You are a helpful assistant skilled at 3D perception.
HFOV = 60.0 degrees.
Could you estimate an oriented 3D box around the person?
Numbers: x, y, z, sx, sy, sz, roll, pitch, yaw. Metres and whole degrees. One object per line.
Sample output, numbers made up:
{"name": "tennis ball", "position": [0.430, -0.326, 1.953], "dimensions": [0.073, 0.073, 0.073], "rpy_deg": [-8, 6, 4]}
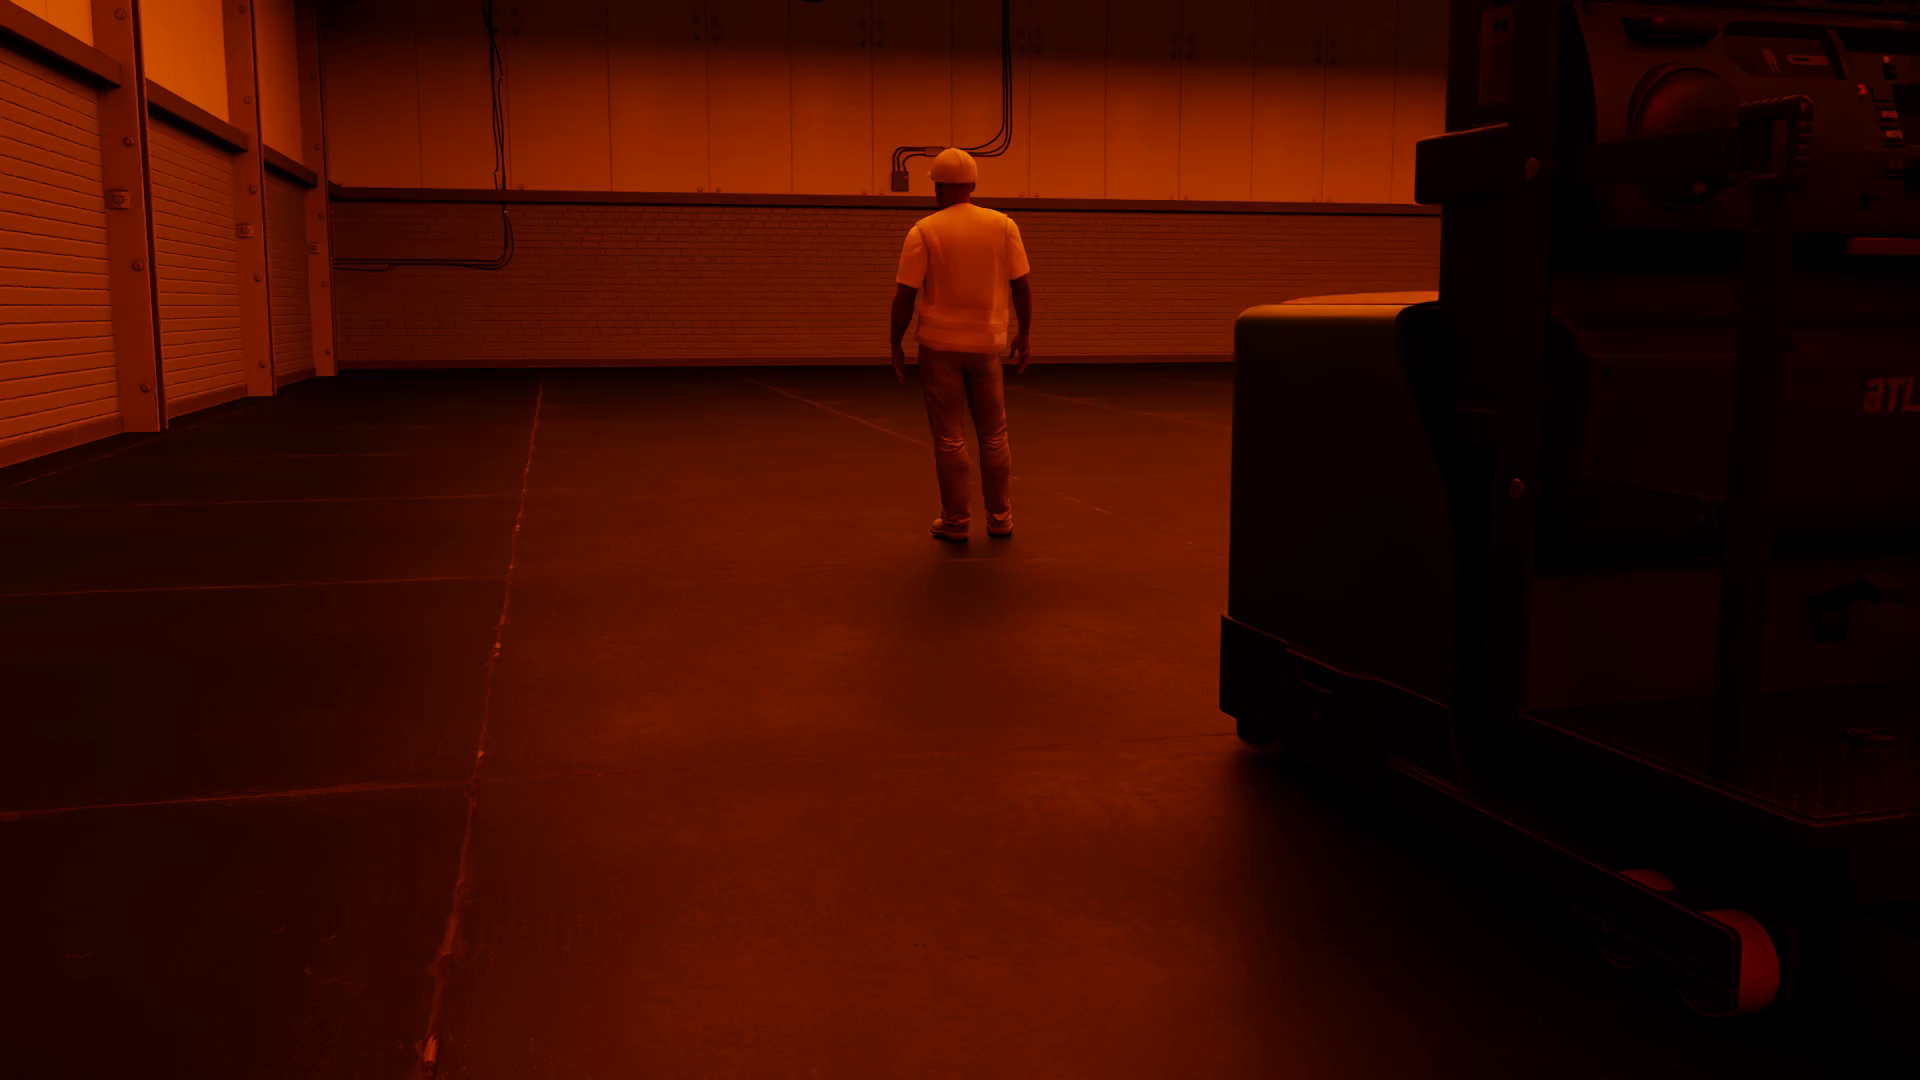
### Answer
{"name": "person", "position": [-0.010, -0.891, 7.652], "dimensions": [0.665, 1.765, 0.577], "rpy_deg": [-2, 8, -13]}

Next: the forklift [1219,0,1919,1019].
{"name": "forklift", "position": [1.562, -0.786, 2.753], "dimensions": [1.130, 2.935, 3.031], "rpy_deg": [-2, 8, -17]}
